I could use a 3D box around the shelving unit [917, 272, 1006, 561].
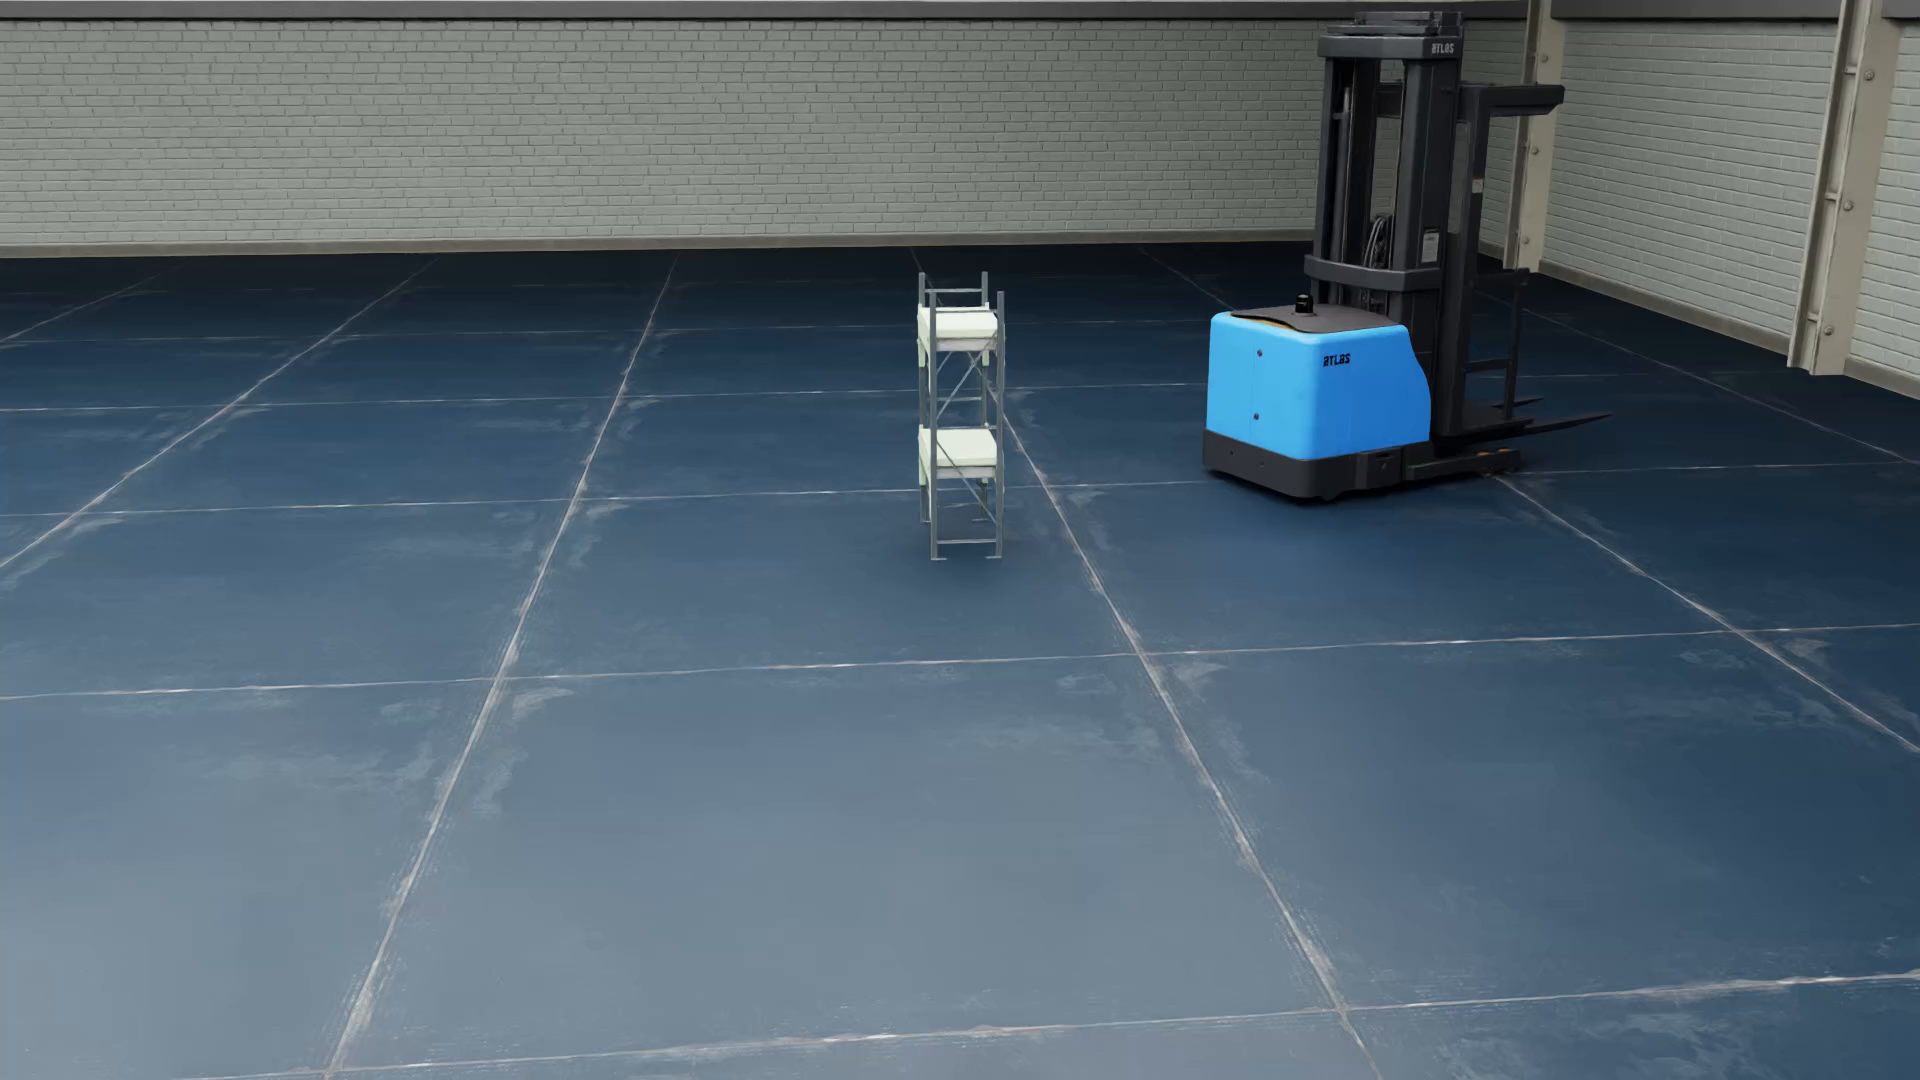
[{"bbox_3d":[-0.001,-0.718,9.459,0.431,1.500,0.755,-2,18,-6],"label":"shelving unit"}]

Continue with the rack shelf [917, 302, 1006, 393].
[{"bbox_3d":[-0.001,-1.090,9.342,0.431,0.370,0.720,-2,18,-6],"label":"rack shelf"}]

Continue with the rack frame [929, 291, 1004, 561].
[{"bbox_3d":[0.037,-0.609,9.111,0.400,1.500,0.023,-2,18,-6],"label":"rack frame"}]

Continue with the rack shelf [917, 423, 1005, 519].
[{"bbox_3d":[-0.001,-0.407,9.556,0.431,0.370,0.720,-2,18,-6],"label":"rack shelf"}]

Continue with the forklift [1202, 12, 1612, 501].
[{"bbox_3d":[3.147,-1.941,10.965,3.031,2.935,1.130,-10,20,-28],"label":"forklift"}]

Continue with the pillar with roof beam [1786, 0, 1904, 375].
[{"bbox_3d":[3.101,-5.625,12.570,9.100,9.000,0.400,-2,18,-6],"label":"pillar with roof beam"}]

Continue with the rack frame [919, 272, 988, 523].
[{"bbox_3d":[-0.038,-0.827,9.806,0.400,1.500,0.023,-2,18,-6],"label":"rack frame"}]

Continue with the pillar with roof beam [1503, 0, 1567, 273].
[{"bbox_3d":[2.483,-7.412,18.264,9.100,9.000,0.400,-2,18,-6],"label":"pillar with roof beam"}]
